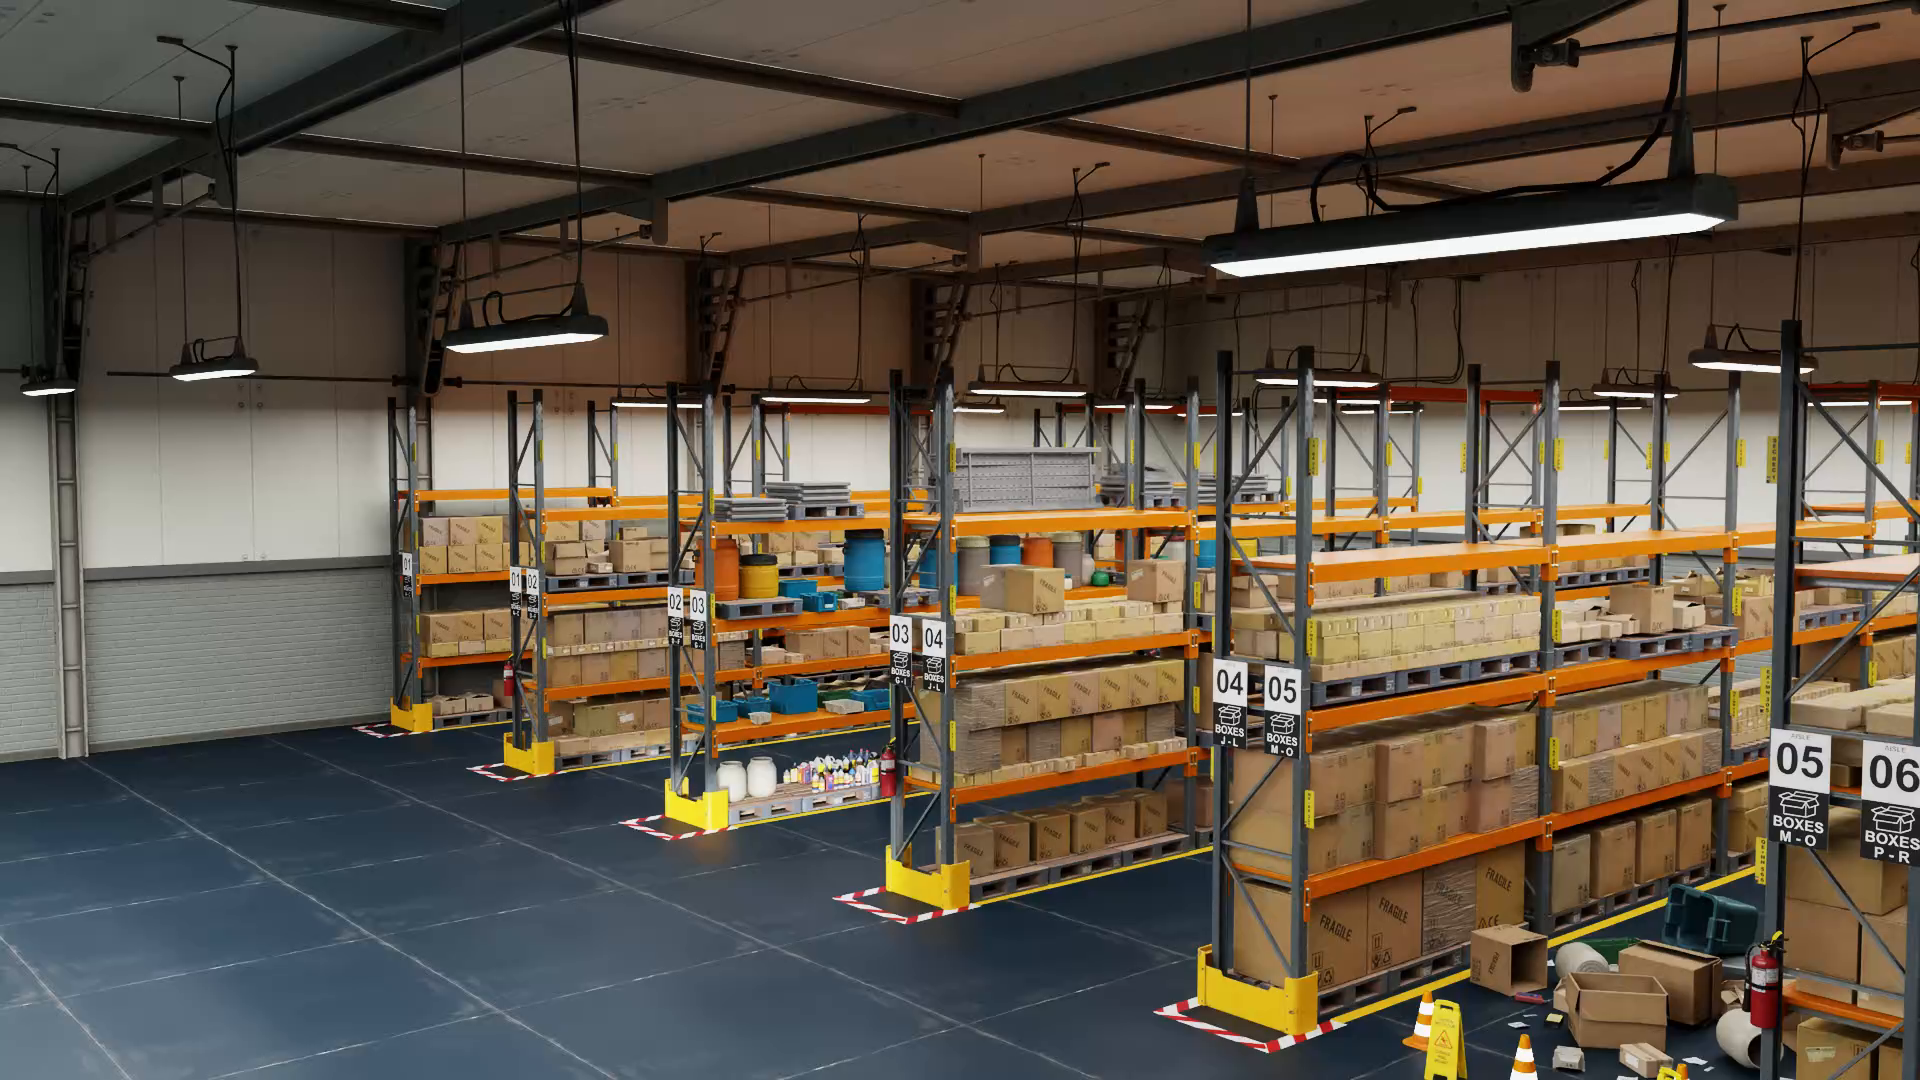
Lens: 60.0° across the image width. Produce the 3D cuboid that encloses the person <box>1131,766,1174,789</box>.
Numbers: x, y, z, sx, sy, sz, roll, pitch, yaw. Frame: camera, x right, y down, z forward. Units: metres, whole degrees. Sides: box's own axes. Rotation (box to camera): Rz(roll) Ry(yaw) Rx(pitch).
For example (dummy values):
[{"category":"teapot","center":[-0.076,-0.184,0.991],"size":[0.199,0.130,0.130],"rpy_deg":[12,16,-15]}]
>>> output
[{"category":"person","center":[2.905,2.858,25.005],"size":[0.780,1.736,0.548],"rpy_deg":[-3,5,-43]}]
